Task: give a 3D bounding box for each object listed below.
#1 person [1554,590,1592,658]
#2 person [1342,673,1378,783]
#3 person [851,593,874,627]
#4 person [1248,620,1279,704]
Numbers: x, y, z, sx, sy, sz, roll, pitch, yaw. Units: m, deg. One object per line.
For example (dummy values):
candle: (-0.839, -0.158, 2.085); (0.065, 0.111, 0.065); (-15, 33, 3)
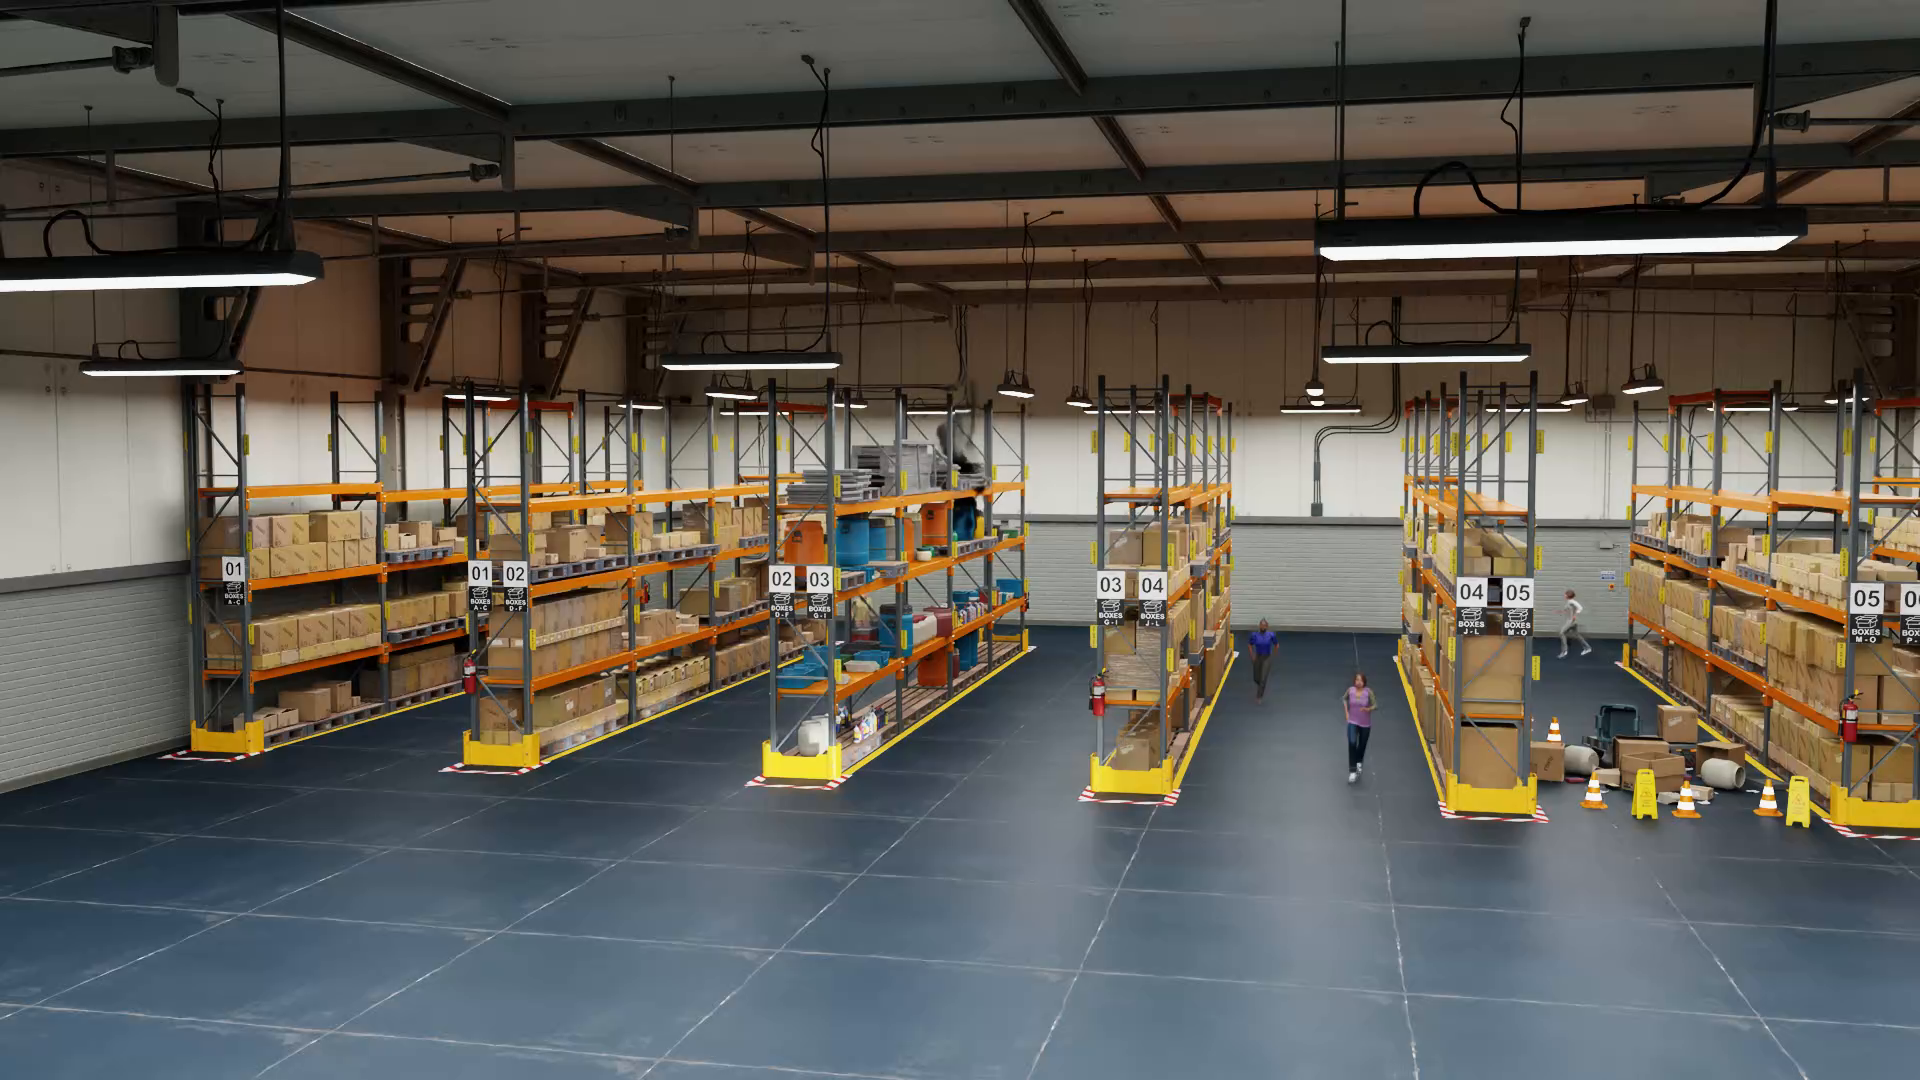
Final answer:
person: (14.370, 1.978, 38.962); (0.842, 1.632, 0.549); (1, 3, 18)
person: (5.992, 2.792, 24.912); (0.512, 1.635, 0.773); (1, 3, 12)
person: (-2.283, 1.863, 38.670); (0.557, 1.584, 0.594); (0, 3, -5)
person: (5.915, 2.354, 32.424); (0.599, 1.630, 0.703); (1, 3, 14)
